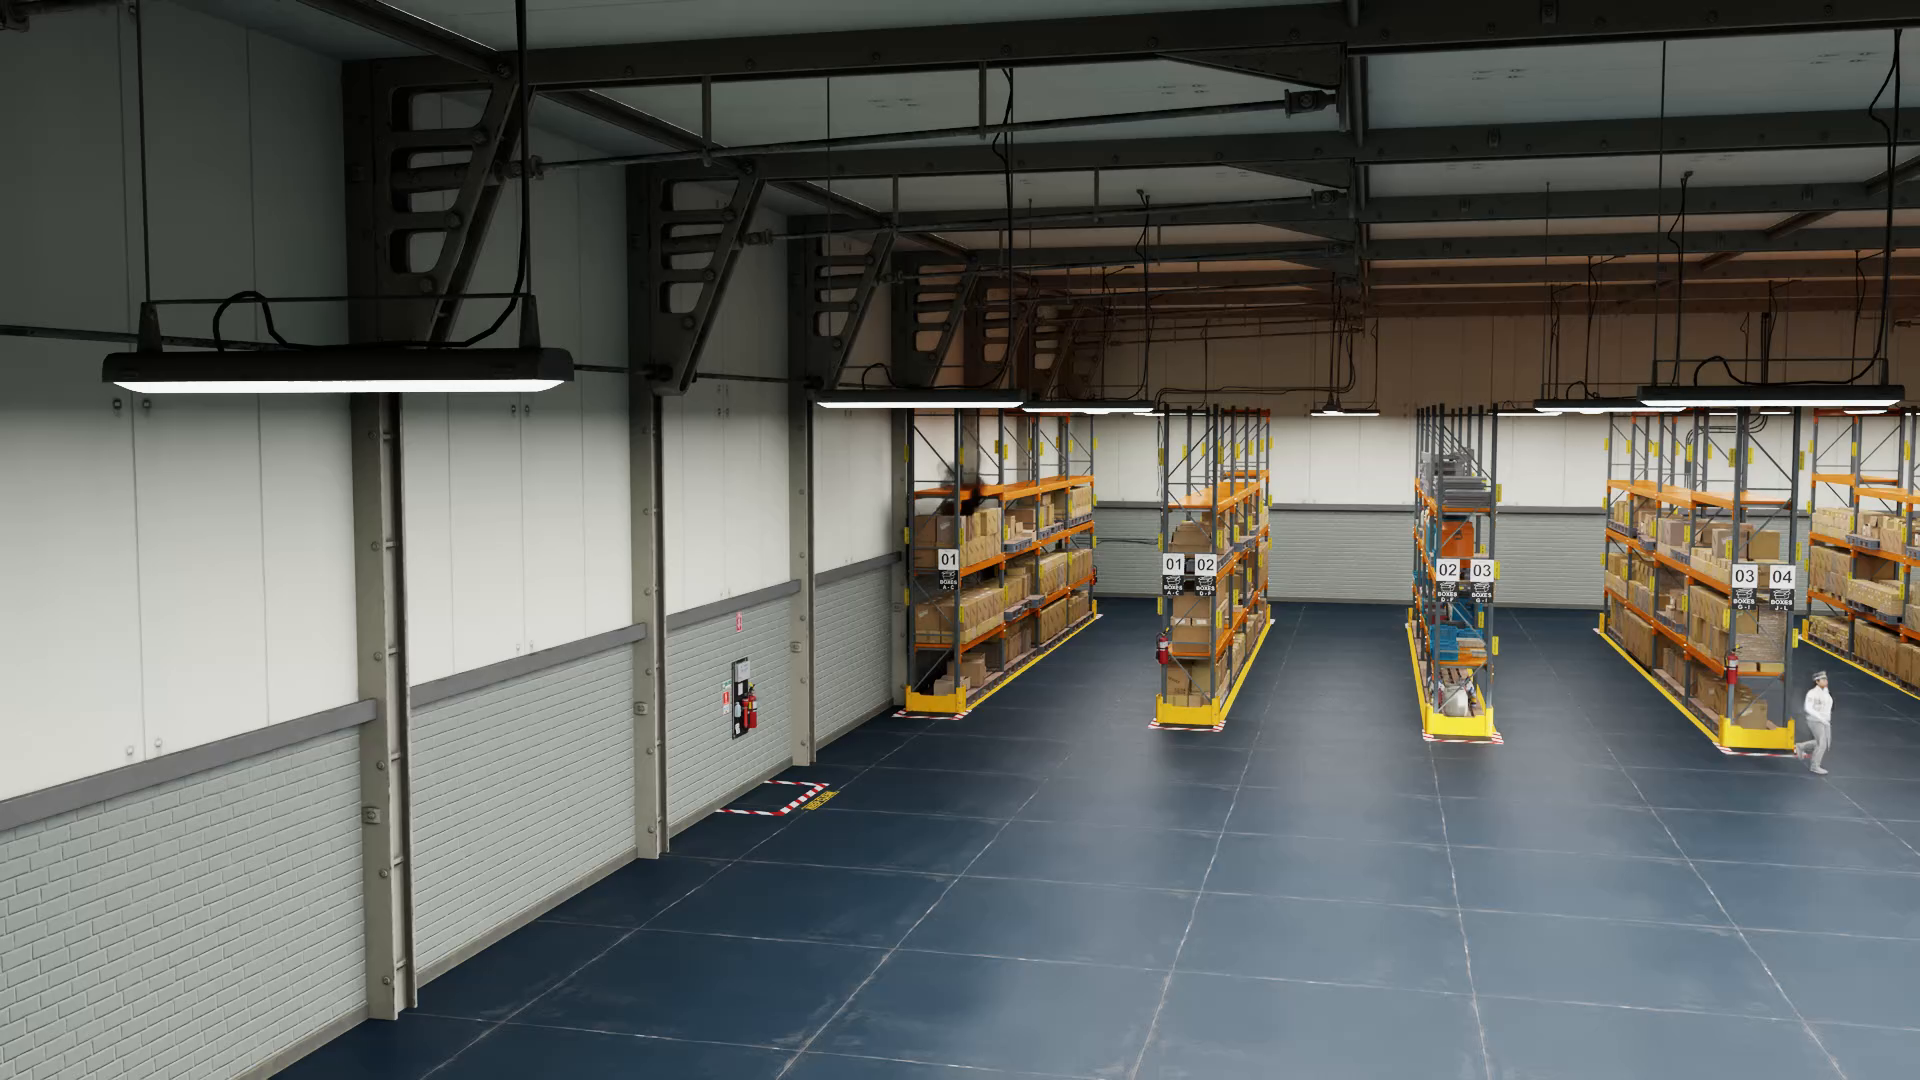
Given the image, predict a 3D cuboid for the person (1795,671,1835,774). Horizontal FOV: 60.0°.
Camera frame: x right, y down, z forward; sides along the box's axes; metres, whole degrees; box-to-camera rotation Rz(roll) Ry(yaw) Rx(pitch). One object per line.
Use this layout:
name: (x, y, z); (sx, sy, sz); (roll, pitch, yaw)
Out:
person: (13.885, 2.937, 26.975); (0.641, 1.670, 0.638); (-3, 5, -32)
